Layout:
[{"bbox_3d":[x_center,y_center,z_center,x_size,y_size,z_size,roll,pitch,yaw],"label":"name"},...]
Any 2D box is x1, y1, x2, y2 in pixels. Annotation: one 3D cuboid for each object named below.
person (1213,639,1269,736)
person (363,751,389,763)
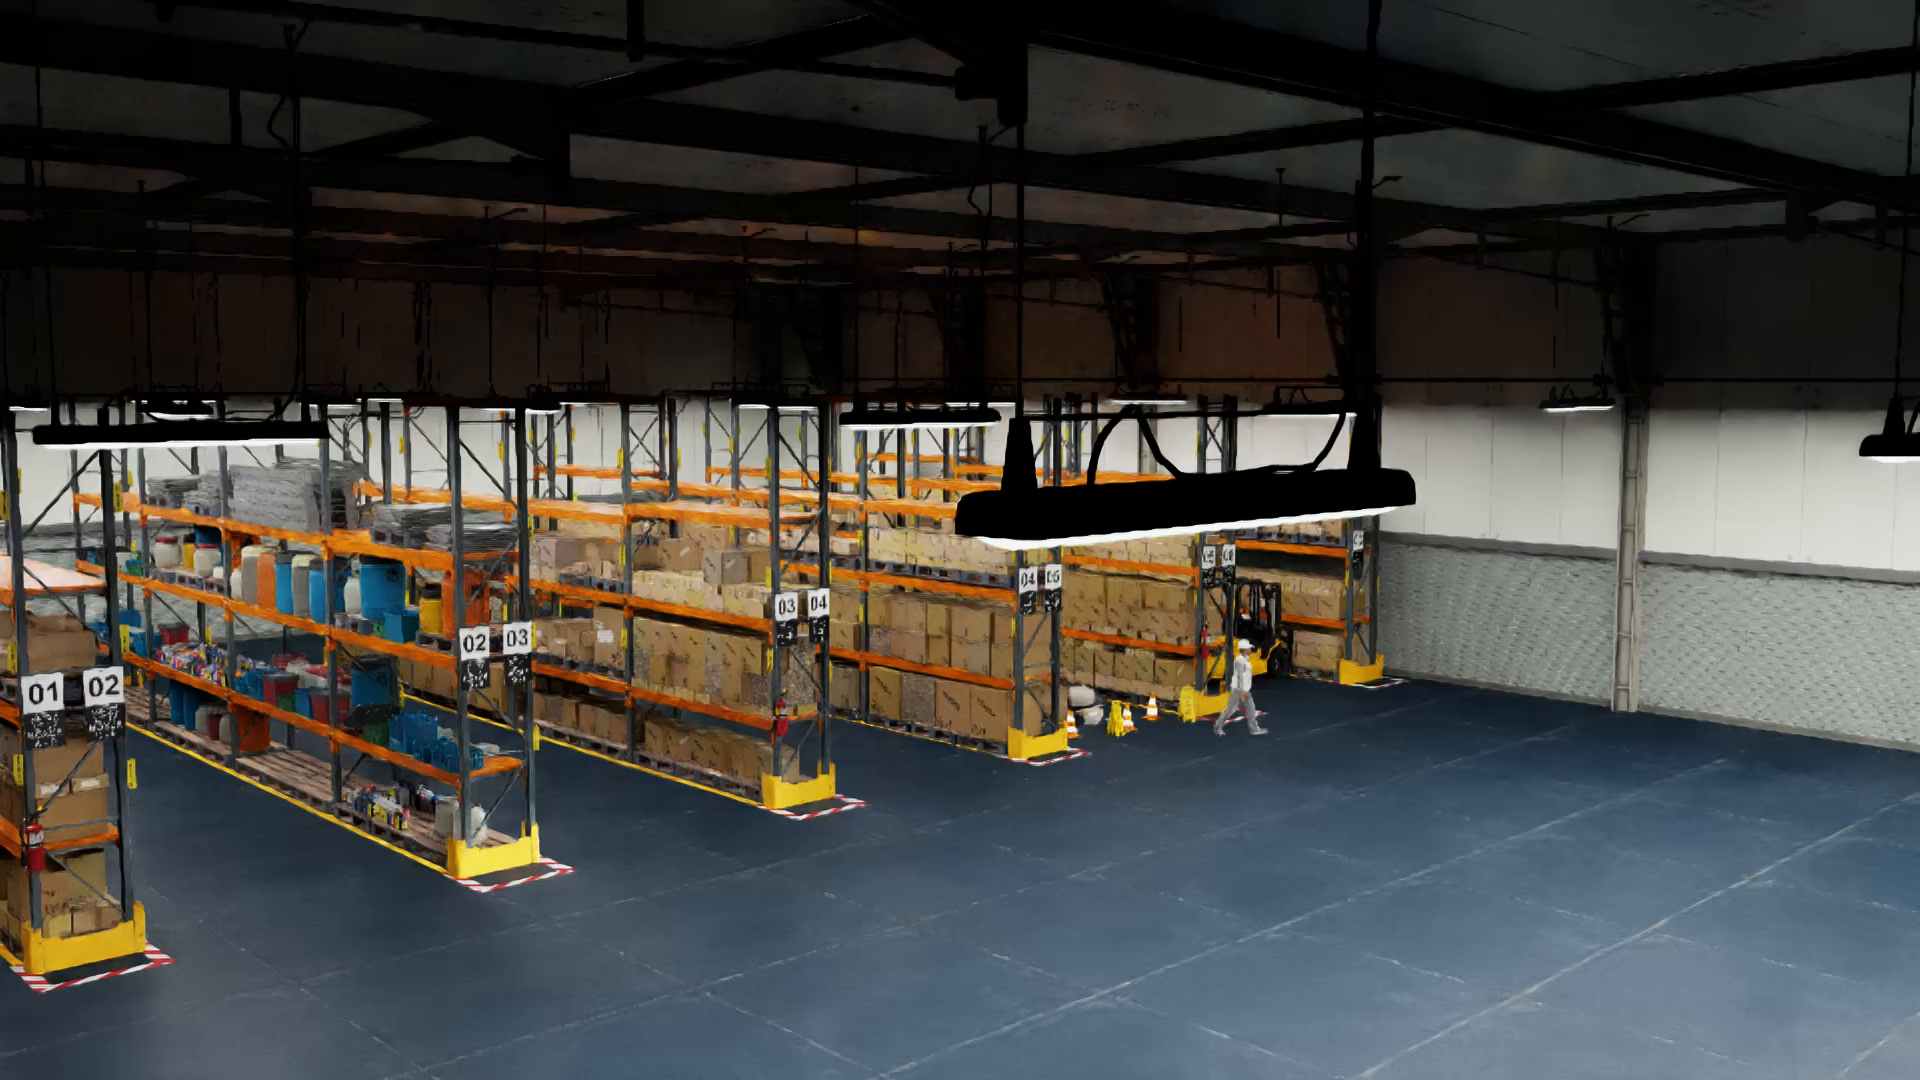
[{"bbox_3d":[4.976,2.621,29.436,0.927,1.747,0.584,2,6,20],"label":"person"},{"bbox_3d":[-9.683,2.826,27.440,0.572,1.683,0.368,2,6,24],"label":"person"}]
